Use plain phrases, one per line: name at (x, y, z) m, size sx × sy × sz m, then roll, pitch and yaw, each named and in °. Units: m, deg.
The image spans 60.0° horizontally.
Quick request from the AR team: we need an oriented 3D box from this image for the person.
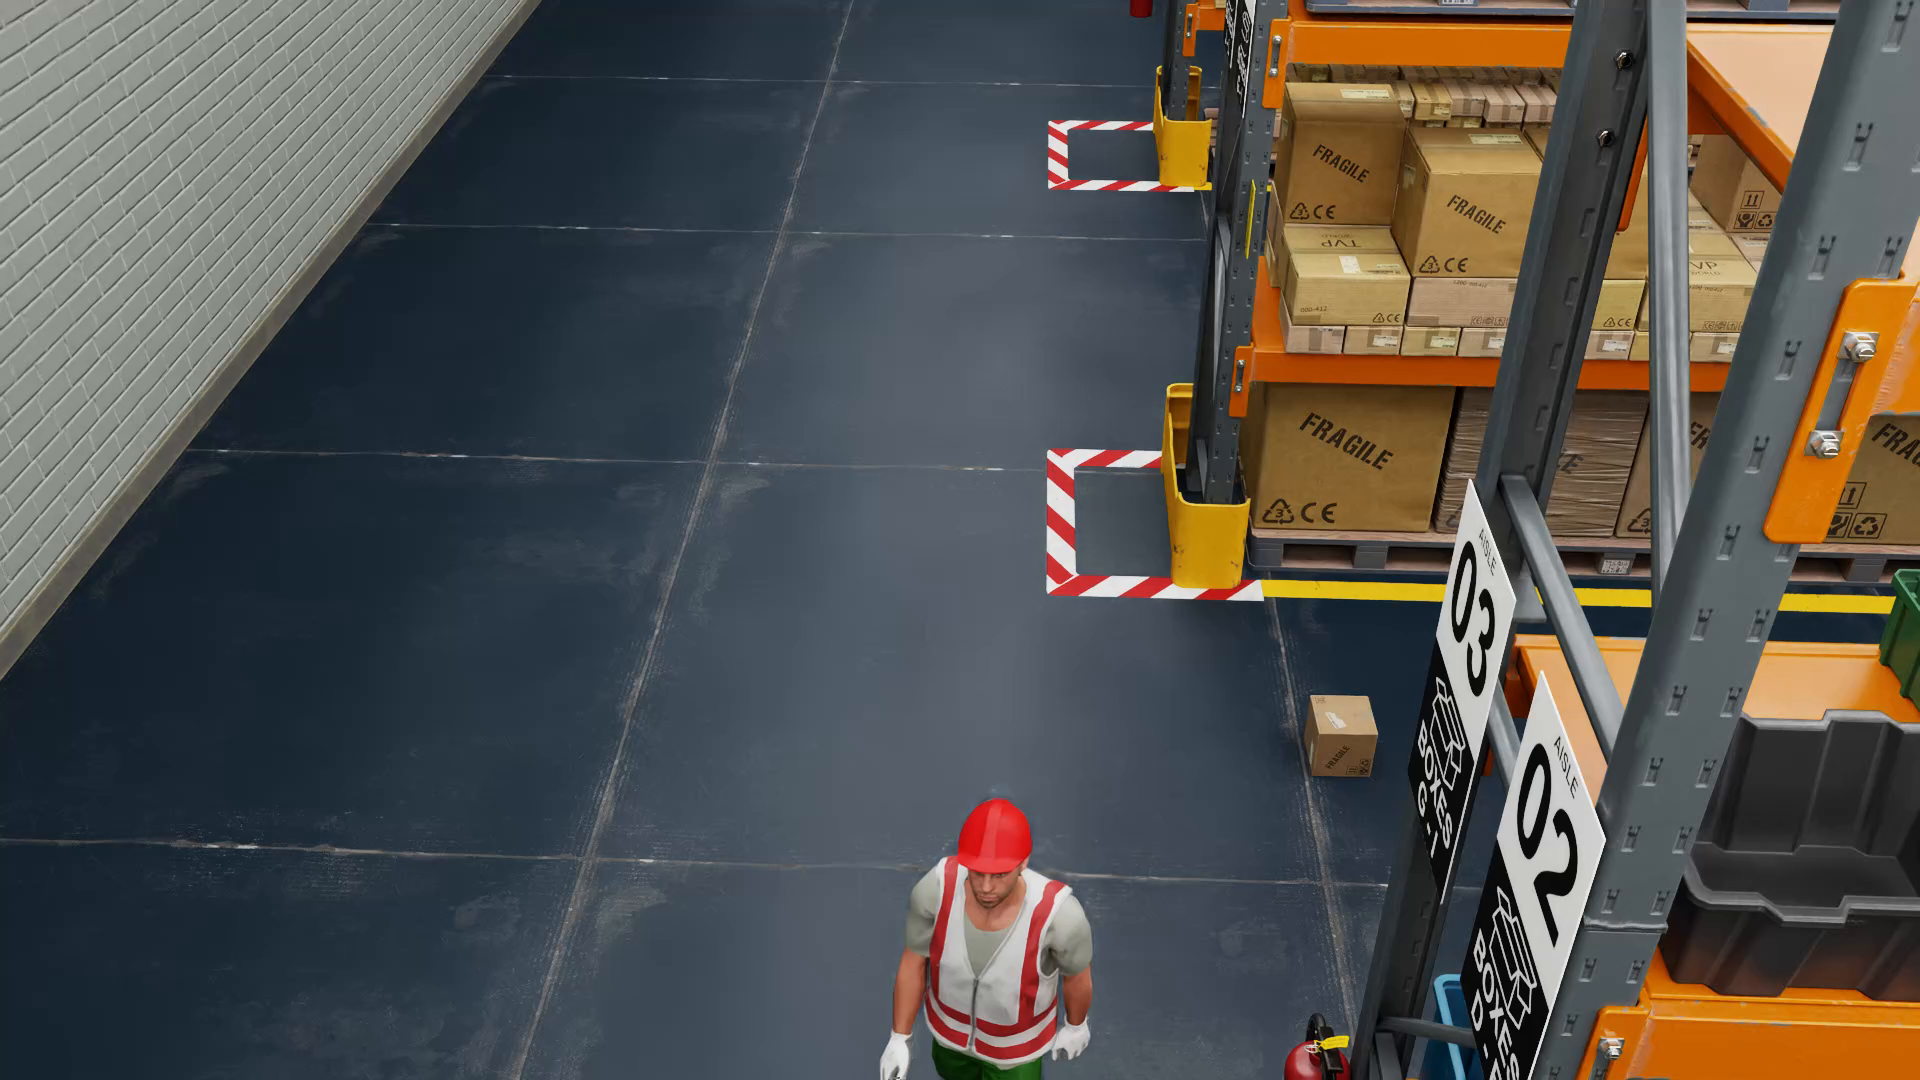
person at (0.069, 1.525, 4.961) m, size 0.542 × 1.827 × 0.717 m, roll 14°, pitch 38°, yaw 19°
